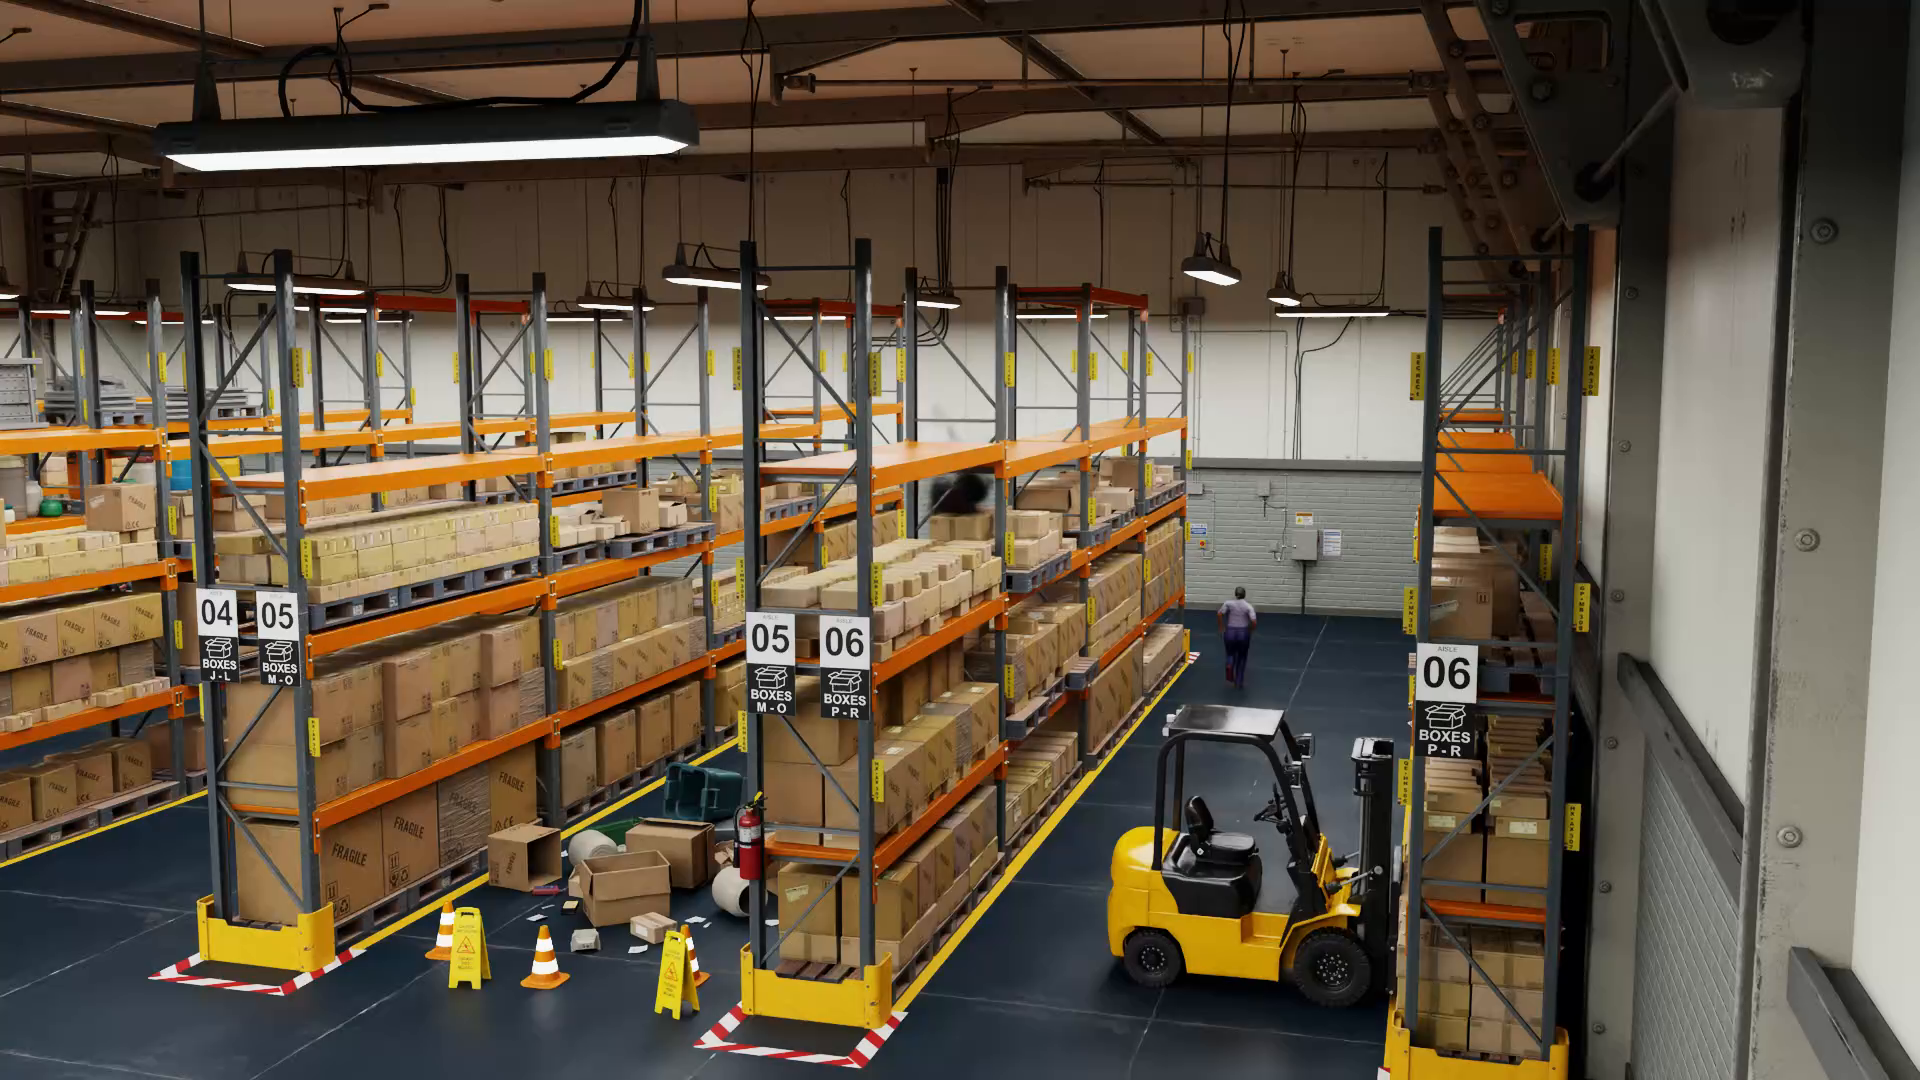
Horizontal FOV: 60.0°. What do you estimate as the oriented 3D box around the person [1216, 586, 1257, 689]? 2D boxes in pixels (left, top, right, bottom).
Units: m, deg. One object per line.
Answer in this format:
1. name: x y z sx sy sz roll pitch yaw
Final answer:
1. person: 4.262 1.515 25.635 0.615 1.617 0.625 2 7 20
